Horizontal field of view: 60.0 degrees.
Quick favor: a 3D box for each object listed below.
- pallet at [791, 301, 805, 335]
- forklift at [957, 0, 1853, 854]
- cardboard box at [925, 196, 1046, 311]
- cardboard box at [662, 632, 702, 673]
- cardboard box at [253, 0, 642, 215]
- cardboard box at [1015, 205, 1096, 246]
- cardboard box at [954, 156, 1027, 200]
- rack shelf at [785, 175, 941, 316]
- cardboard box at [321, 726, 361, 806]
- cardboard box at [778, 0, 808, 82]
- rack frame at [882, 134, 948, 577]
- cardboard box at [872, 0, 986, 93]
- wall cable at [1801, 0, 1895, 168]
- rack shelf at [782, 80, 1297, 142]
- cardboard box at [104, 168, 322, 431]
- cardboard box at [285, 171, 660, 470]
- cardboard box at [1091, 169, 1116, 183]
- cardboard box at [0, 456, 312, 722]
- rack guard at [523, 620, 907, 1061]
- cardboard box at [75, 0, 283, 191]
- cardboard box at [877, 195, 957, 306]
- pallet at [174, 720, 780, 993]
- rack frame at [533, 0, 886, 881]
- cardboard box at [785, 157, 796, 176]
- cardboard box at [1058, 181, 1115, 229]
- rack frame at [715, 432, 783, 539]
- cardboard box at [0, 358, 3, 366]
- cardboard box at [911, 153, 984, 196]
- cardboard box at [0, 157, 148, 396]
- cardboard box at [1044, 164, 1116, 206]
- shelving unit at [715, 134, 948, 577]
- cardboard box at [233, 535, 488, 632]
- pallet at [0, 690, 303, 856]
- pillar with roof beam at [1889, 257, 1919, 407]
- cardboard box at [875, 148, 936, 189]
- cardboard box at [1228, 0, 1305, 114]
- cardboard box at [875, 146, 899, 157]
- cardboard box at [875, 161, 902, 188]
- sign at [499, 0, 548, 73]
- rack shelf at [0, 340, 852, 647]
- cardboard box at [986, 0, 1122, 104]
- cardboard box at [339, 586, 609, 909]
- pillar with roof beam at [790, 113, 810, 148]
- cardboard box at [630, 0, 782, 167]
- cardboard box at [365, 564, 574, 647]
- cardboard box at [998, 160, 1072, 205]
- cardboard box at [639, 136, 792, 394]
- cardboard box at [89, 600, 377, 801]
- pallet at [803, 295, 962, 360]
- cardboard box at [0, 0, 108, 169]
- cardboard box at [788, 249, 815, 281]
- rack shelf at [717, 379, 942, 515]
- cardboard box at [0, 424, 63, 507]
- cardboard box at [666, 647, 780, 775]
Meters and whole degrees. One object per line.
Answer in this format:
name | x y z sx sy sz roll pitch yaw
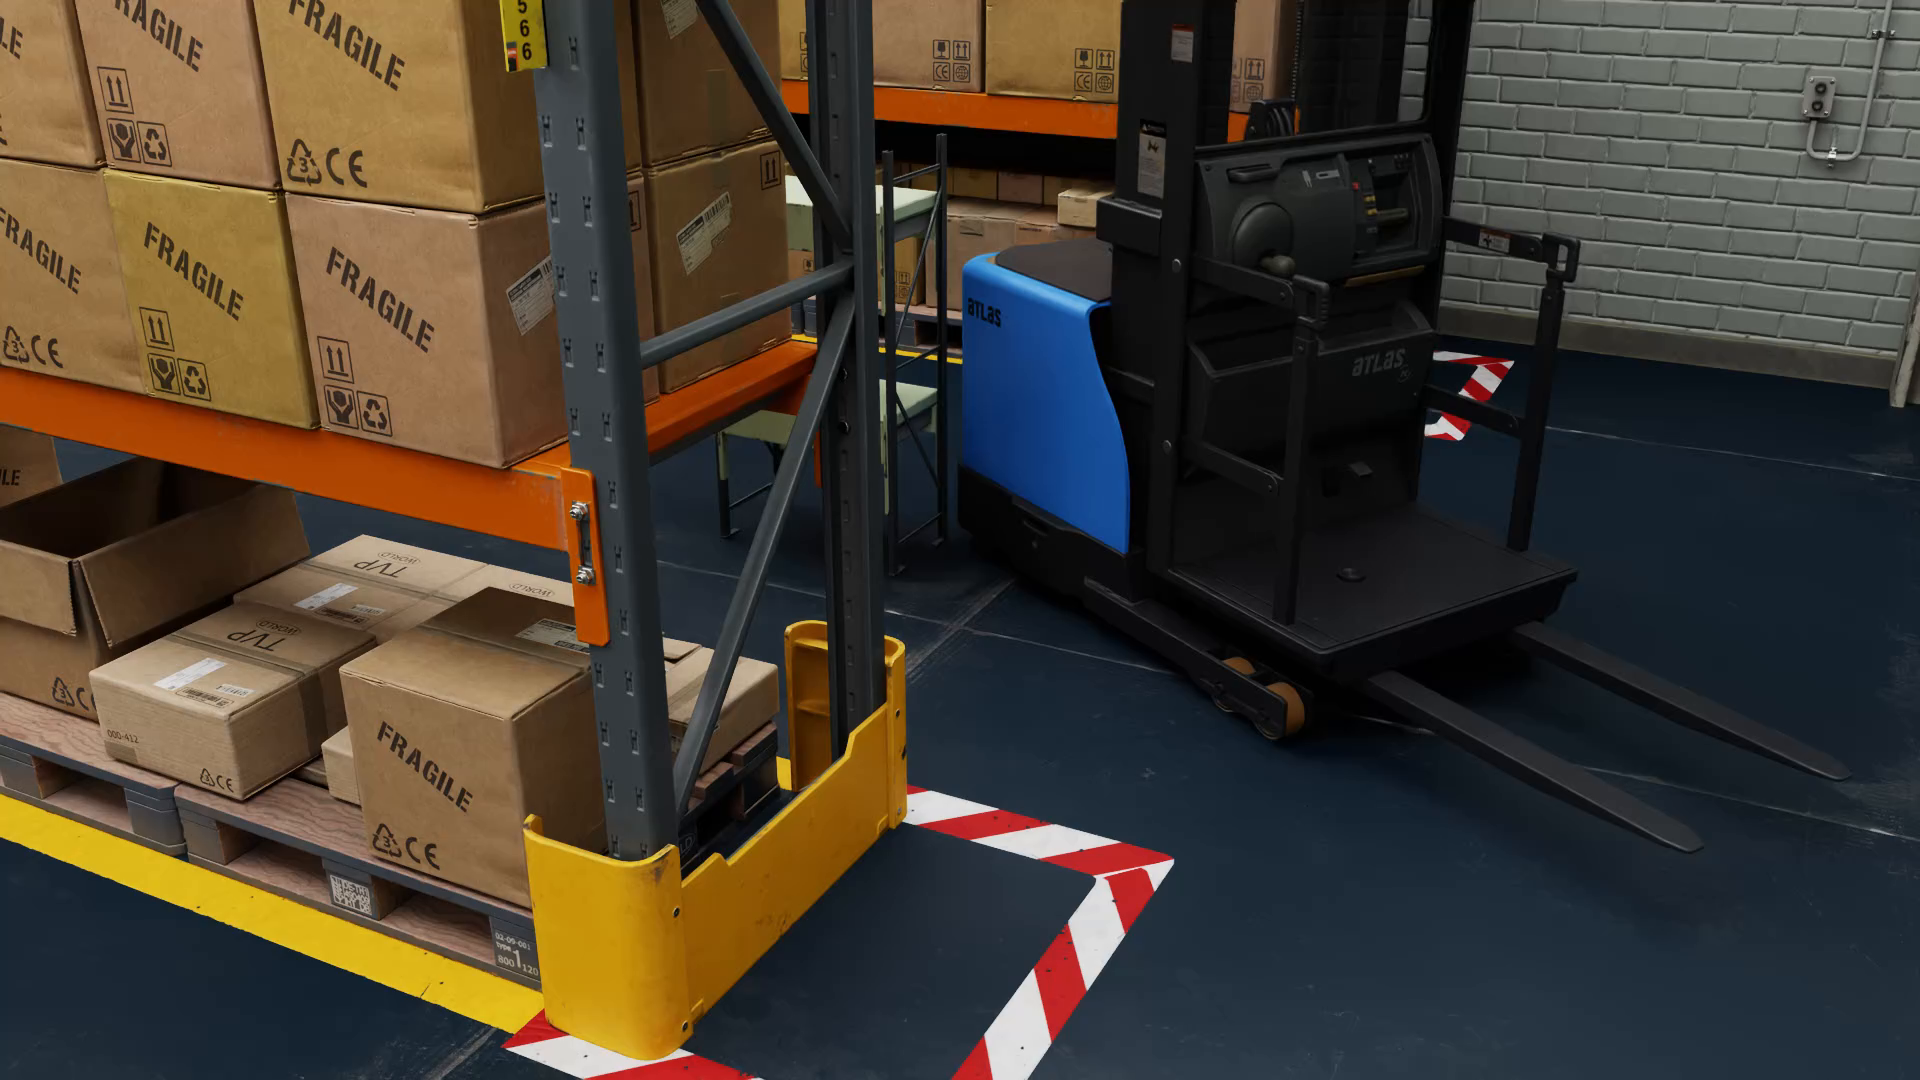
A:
pallet | -1.164 -1.457 9.407 1.213 0.211 1.003 11 25 25
forklift | 1.203 -0.973 4.794 1.130 2.935 3.031 -14 27 -29
cardboard box | 0.196 -1.505 8.612 0.500 0.500 0.700 10 25 23
cardboard box | -0.911 0.398 4.539 0.250 0.166 0.380 11 25 25
cardboard box | -0.991 -0.954 3.255 0.500 0.500 0.500 11 25 24
cardboard box | 0.646 -1.416 8.404 0.500 0.500 0.700 11 25 24
cardboard box | 0.162 -1.897 8.707 0.250 0.149 0.380 11 26 25
rack shelf | -0.472 -1.056 5.817 0.720 0.370 0.431 12 26 26
cardboard box | -1.387 0.523 4.245 0.250 0.166 0.380 11 25 25
cardboard box | -0.682 -2.808 8.637 0.700 0.700 0.980 11 25 23
rack frame | -0.150 -0.629 5.811 0.023 1.500 0.400 12 26 26
cardboard box | -0.028 -2.683 8.343 0.700 0.700 0.980 10 25 22
wall cable | 3.332 -2.768 7.627 1.851 1.984 0.084 11 25 25
rack shelf | -0.023 -2.218 8.552 4.000 0.370 1.077 11 25 25
cardboard box | -1.457 -0.586 3.667 0.500 0.500 0.500 11 26 25
cardboard box | -0.992 -0.495 3.454 0.500 0.500 0.500 12 26 26
cardboard box | 0.842 -1.763 8.391 0.250 0.149 0.380 11 26 25
cardboard box | -2.360 0.105 4.799 0.637 0.503 0.797 11 25 25
rack guard | -0.538 0.672 4.032 0.348 0.500 1.175 11 25 25
cardboard box | -1.442 -1.043 3.464 0.500 0.500 0.500 12 26 26
cardboard box | -0.283 -1.596 8.828 0.500 0.500 0.700 12 26 26
pallet | -1.249 0.664 4.419 1.213 0.211 1.003 11 25 25
rack frame | -0.470 -0.465 3.511 0.127 3.000 1.000 11 25 25
cardboard box | -0.963 -1.952 8.835 0.250 0.149 0.380 12 26 26
cardboard box | 0.667 -1.630 8.079 0.250 0.149 0.380 12 26 26
rack frame | -0.796 -0.765 6.128 0.023 1.500 0.400 12 26 26
cardboard box | -2.349 -0.765 4.087 0.500 0.500 0.500 11 25 24
cardboard box | -0.064 -1.942 8.812 0.250 0.149 0.380 11 25 24
cardboard box | -1.900 -0.676 3.878 0.500 0.500 0.500 11 26 25
cardboard box | 0.618 -1.807 8.496 0.250 0.149 0.380 11 26 25
shelving unit | -0.473 -0.697 5.970 0.755 1.500 0.431 12 26 26
cardboard box | -1.719 0.226 4.837 0.500 0.250 0.500 11 25 25
pallet | -2.334 0.448 4.926 1.213 0.211 1.003 11 25 25
pillar with roof beam | 2.619 -3.279 2.461 0.400 9.000 9.100 11 25 25
cardboard box | -0.295 -1.987 8.919 0.250 0.149 0.380 11 26 25
cardboard box | 1.302 -2.421 7.726 0.700 0.700 0.980 12 26 27
cardboard box | -0.520 -2.032 9.024 0.250 0.149 0.380 10 25 23
cardboard box | -0.497 -1.860 8.618 0.250 0.149 0.380 10 25 23
sign | -0.738 -0.953 2.775 0.005 0.325 0.100 11 25 25
rack shelf | -2.255 -0.487 4.482 4.000 0.370 1.077 11 25 25
cardboard box | 0.648 -2.545 8.019 0.700 0.700 0.980 11 25 24
cardboard box | -1.066 0.473 3.938 0.500 0.500 0.500 11 25 25
pillar with roof beam | -2.735 -4.338 4.952 0.400 9.000 9.100 11 25 25
cardboard box | -0.747 -1.142 3.697 0.500 0.500 0.500 12 26 26
cardboard box | -1.273 0.314 4.629 0.500 0.250 0.500 11 25 25
cardboard box | 0.391 -1.852 8.601 0.250 0.149 0.380 12 26 25
cardboard box | -0.747 -0.682 3.892 0.500 0.500 0.500 12 26 26
cardboard box | -1.900 0.409 4.406 0.500 0.250 0.500 11 25 25
pallet | -0.072 -1.242 8.902 1.213 0.211 1.003 11 25 25
cardboard box | -1.907 -1.133 3.675 0.500 0.500 0.500 12 26 26
cardboard box | -0.740 -1.688 9.043 0.500 0.500 0.700 11 25 24
rack shelf | -0.473 -0.397 6.097 0.720 0.370 0.431 12 26 26
cardboard box | -3.403 -0.222 5.571 0.500 0.500 0.500 11 25 25
cardboard box | -0.688 0.450 4.439 0.250 0.149 0.380 11 25 25
